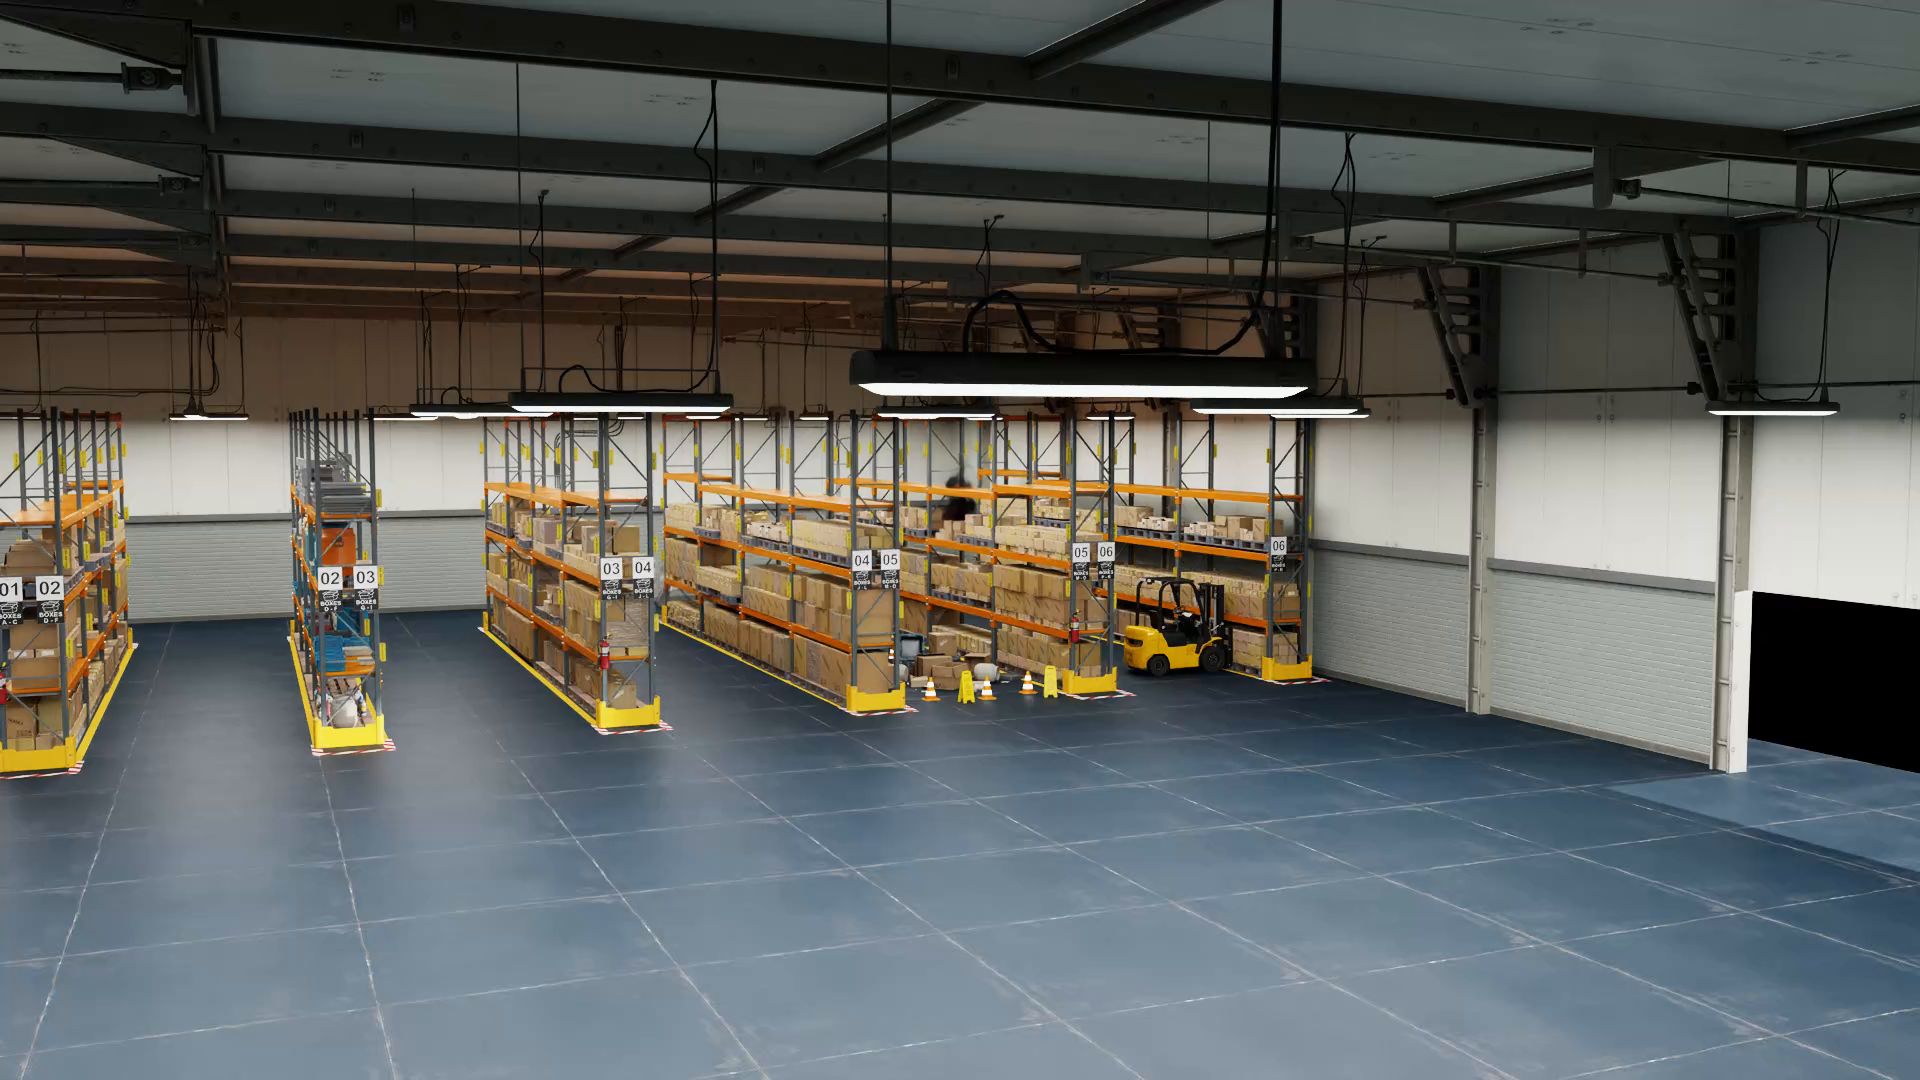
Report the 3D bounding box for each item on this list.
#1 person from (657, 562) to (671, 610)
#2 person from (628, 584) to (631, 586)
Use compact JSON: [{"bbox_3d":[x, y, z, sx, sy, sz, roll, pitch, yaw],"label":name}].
[{"bbox_3d":[-8.689,1.423,49.116,0.514,1.591,0.775,-2,4,-21],"label":"person"},{"bbox_3d":[-9.757,1.546,47.397,0.784,1.764,0.786,1,4,18],"label":"person"}]
